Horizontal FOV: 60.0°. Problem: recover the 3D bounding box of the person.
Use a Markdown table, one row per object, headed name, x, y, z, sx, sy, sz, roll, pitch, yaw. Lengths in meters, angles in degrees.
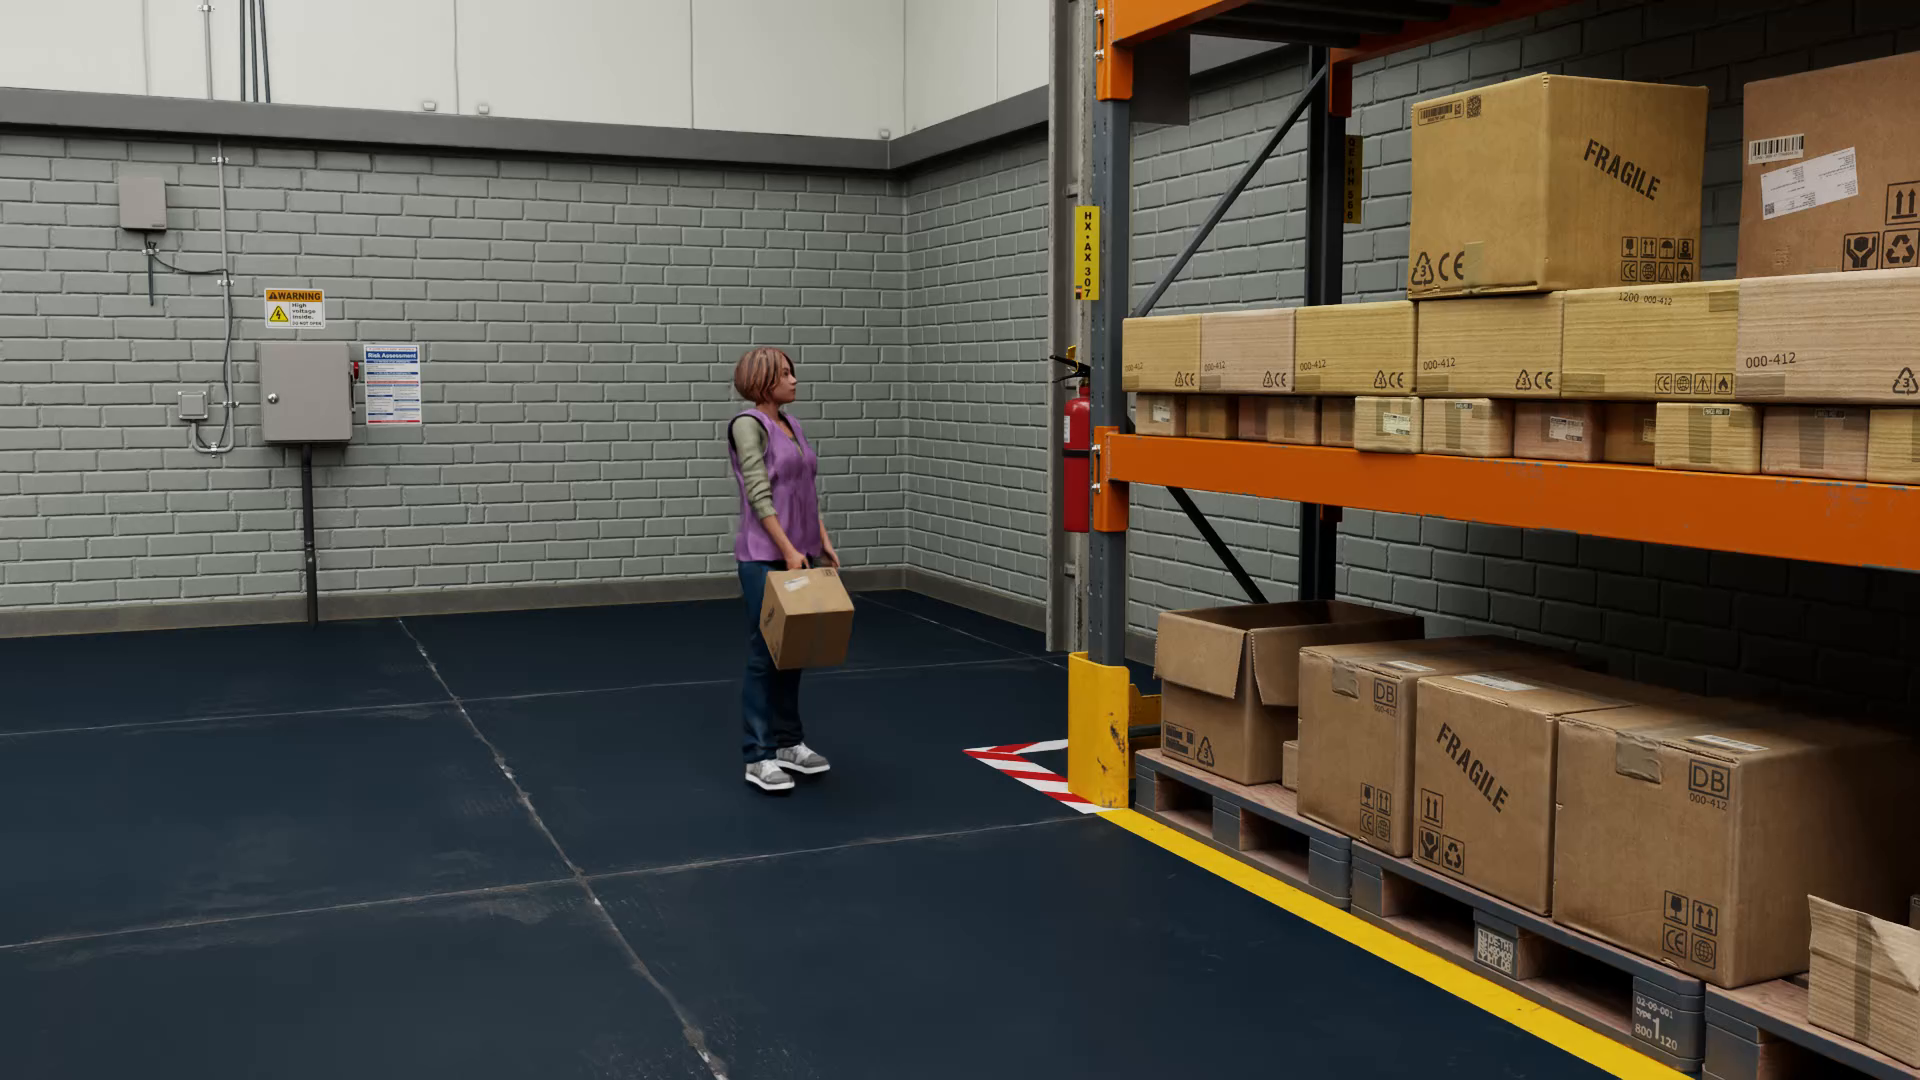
| name | x | y | z | sx | sy | sz | roll | pitch | yaw |
| --- | --- | --- | --- | --- | --- | --- | --- | --- | --- |
| person | -0.655 | 0.099 | 6.164 | 0.395 | 1.582 | 0.498 | 3 | 6 | 25 |
